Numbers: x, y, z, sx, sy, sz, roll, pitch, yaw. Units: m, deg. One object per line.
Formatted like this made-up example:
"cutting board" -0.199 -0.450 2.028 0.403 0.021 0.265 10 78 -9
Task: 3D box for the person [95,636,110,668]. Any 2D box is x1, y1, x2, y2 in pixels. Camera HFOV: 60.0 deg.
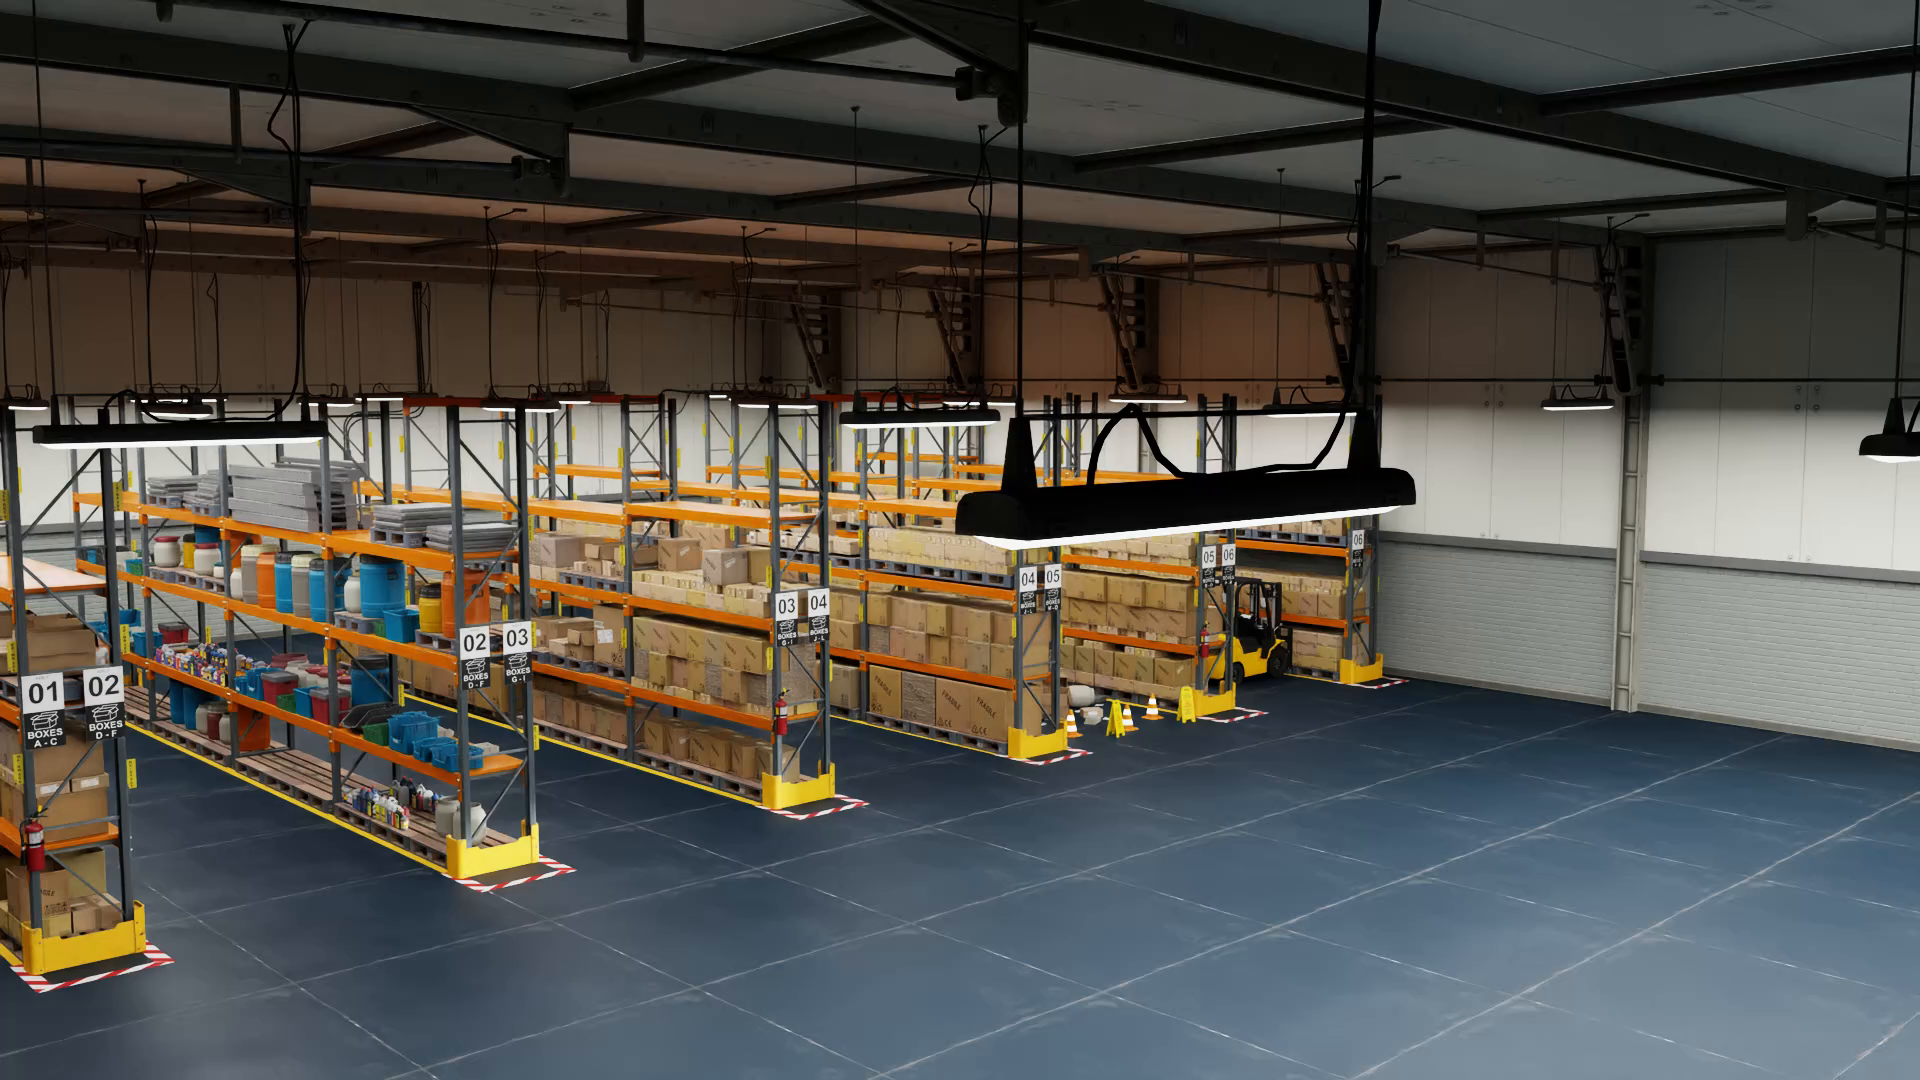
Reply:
"person" -16.074 2.531 31.003 0.435 1.586 1.123 -3 6 -29

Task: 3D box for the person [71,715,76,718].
"person" -15.273 2.694 28.477 0.482 1.760 0.577 4 7 35
